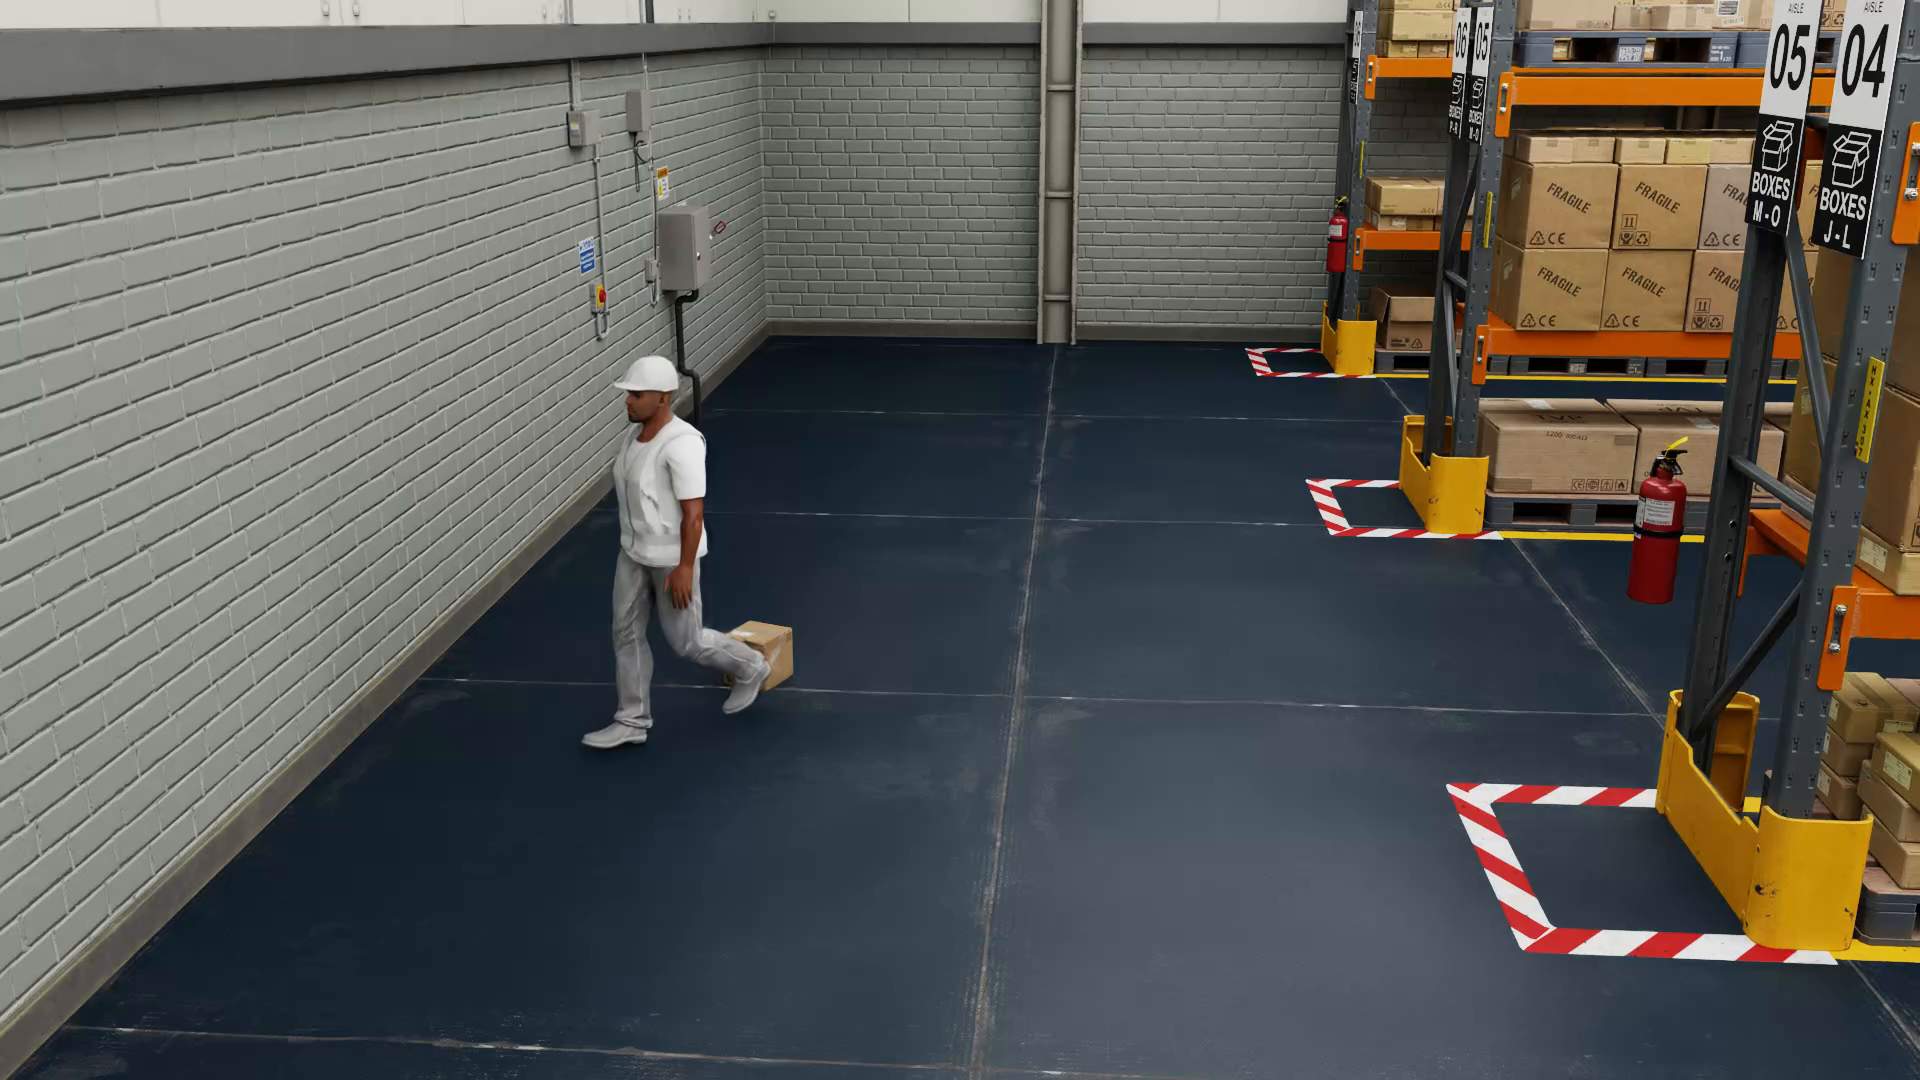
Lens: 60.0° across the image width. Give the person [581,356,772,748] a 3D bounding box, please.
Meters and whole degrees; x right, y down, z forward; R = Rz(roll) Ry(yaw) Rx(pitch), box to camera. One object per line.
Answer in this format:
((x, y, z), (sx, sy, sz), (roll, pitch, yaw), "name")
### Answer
((-1.280, 0.047, 7.352), (0.910, 1.742, 0.591), (-16, 23, -40), "person")
